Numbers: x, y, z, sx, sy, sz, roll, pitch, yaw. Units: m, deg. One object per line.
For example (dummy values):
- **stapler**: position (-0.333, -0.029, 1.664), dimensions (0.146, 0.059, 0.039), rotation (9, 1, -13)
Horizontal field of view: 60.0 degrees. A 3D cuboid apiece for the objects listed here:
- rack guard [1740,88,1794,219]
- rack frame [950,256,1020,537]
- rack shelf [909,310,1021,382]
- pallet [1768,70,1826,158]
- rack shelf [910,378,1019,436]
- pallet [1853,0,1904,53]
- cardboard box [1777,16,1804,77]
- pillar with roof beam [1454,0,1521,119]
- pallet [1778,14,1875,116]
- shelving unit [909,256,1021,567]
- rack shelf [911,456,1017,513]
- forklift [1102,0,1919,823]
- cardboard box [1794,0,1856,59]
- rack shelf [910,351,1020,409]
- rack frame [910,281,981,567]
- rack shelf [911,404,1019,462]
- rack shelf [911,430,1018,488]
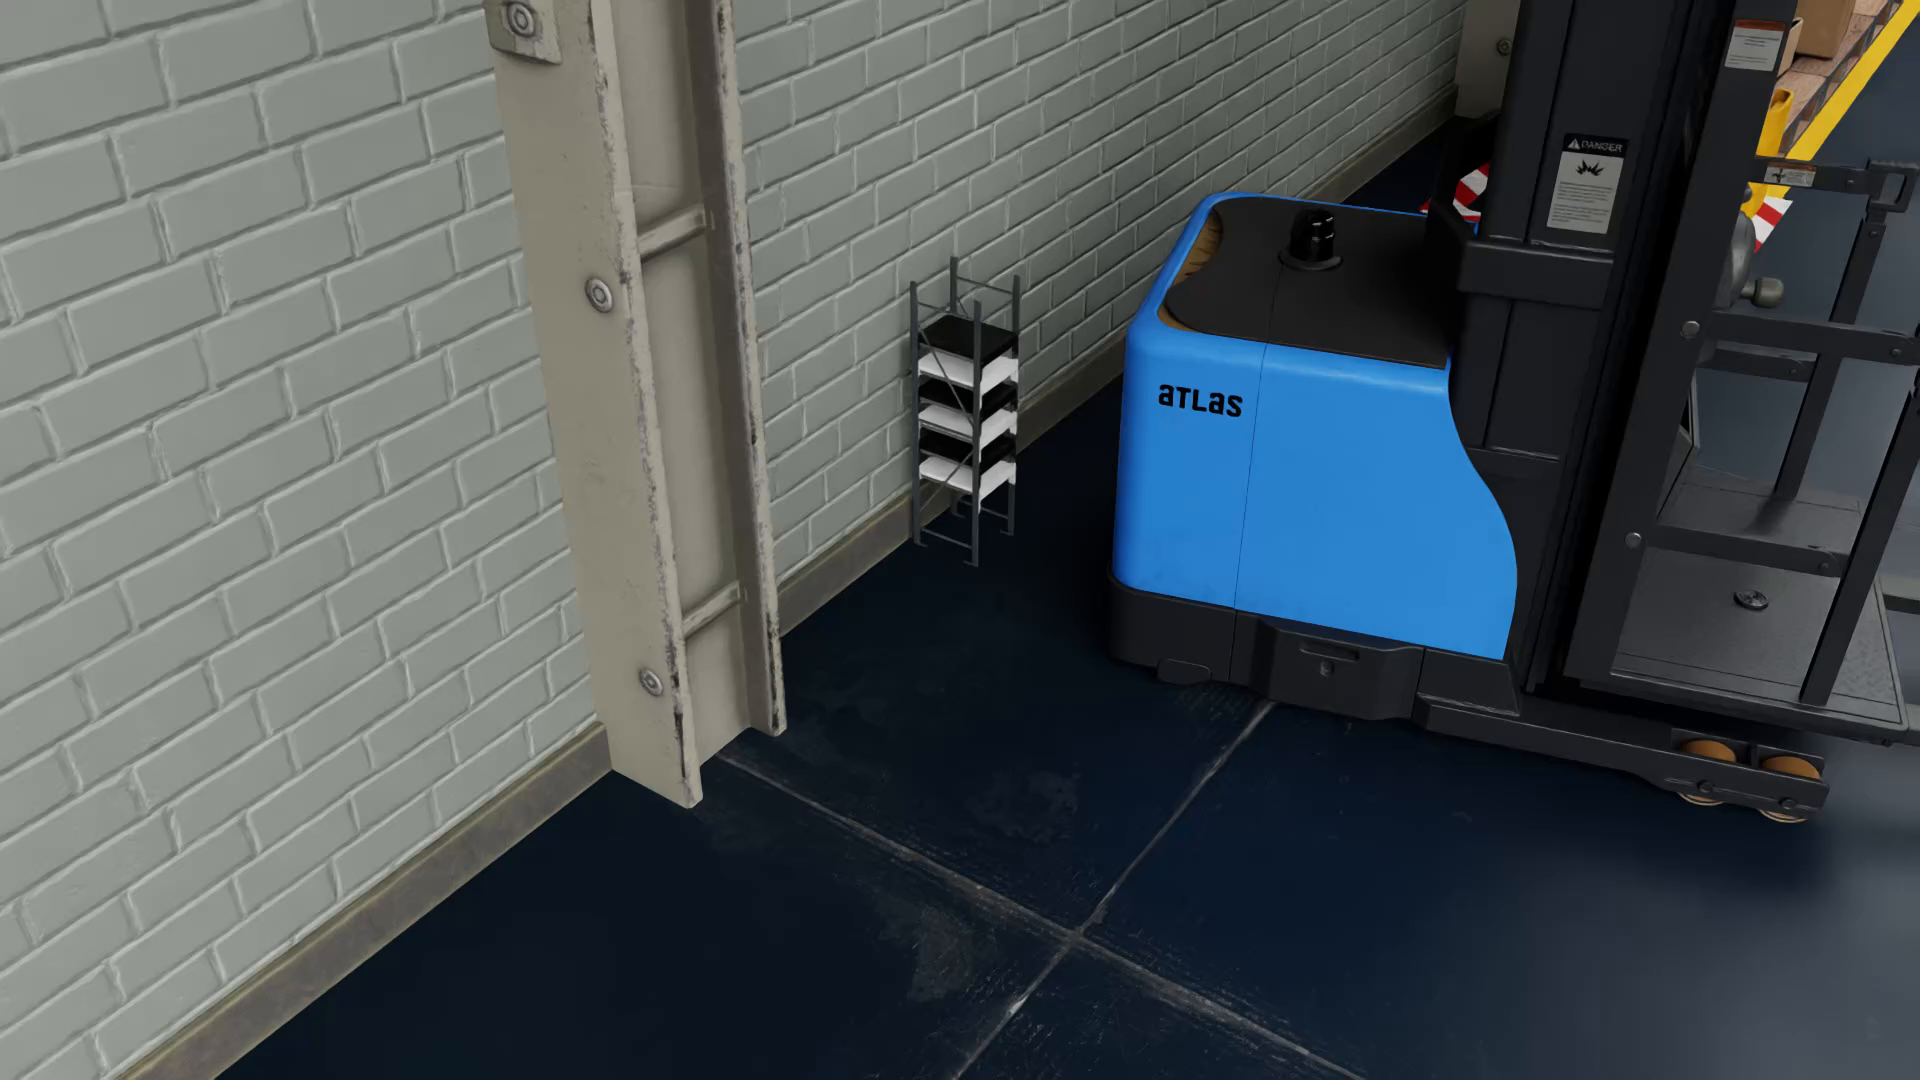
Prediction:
- **rack guard**: position (3.074, -1.859, 7.552), dimensions (1.175, 0.500, 0.348), rotation (21, 39, 28)
- **rack frame**: position (0.071, -0.421, 5.069), dimensions (0.240, 0.900, 0.006), rotation (21, 39, 28)
- **rack shelf**: position (0.015, -0.570, 4.866), dimensions (0.258, 0.077, 0.200), rotation (21, 39, 28)
- **pallet**: position (3.566, -2.102, 8.169), dimensions (1.003, 0.211, 1.213), rotation (21, 39, 28)
- **rack shelf**: position (0.014, -0.421, 4.968), dimensions (0.258, 0.077, 0.200), rotation (21, 39, 28)
- **pallet**: position (4.957, -3.224, 9.830), dimensions (1.003, 0.211, 1.213), rotation (21, 39, 28)
- **cardboard box**: position (3.824, -2.480, 8.247), dimensions (0.500, 0.311, 0.500), rotation (25, 41, 32)
- **pillar with roof beam**: position (6.255, -4.568, 3.971), dimensions (9.100, 9.000, 0.400), rotation (21, 39, 28)
- **pallet**: position (4.262, -2.661, 8.996), dimensions (1.003, 0.211, 1.213), rotation (21, 39, 28)
- **shelving unit**: position (0.014, -0.374, 4.999), dimensions (0.258, 0.900, 0.210), rotation (21, 39, 28)
- **rack shelf**: position (0.014, -0.198, 5.119), dimensions (0.258, 0.077, 0.200), rotation (21, 39, 28)
- **forklift**: position (1.976, -0.838, 3.872), dimensions (3.031, 2.935, 1.130), rotation (11, 36, 15)
- **cardboard box**: position (4.283, -2.880, 8.669), dimensions (0.700, 0.500, 0.500), rotation (19, 38, 25)
- **rack shelf**: position (0.014, -0.496, 4.917), dimensions (0.258, 0.077, 0.200), rotation (21, 39, 28)
- **rack frame**: position (-0.043, -0.327, 4.930), dimensions (0.240, 0.900, 0.006), rotation (21, 39, 28)
- **rack shelf**: position (0.014, -0.347, 5.018), dimensions (0.258, 0.077, 0.200), rotation (21, 39, 28)
- **rack shelf**: position (0.014, -0.272, 5.069), dimensions (0.258, 0.077, 0.200), rotation (21, 39, 28)
